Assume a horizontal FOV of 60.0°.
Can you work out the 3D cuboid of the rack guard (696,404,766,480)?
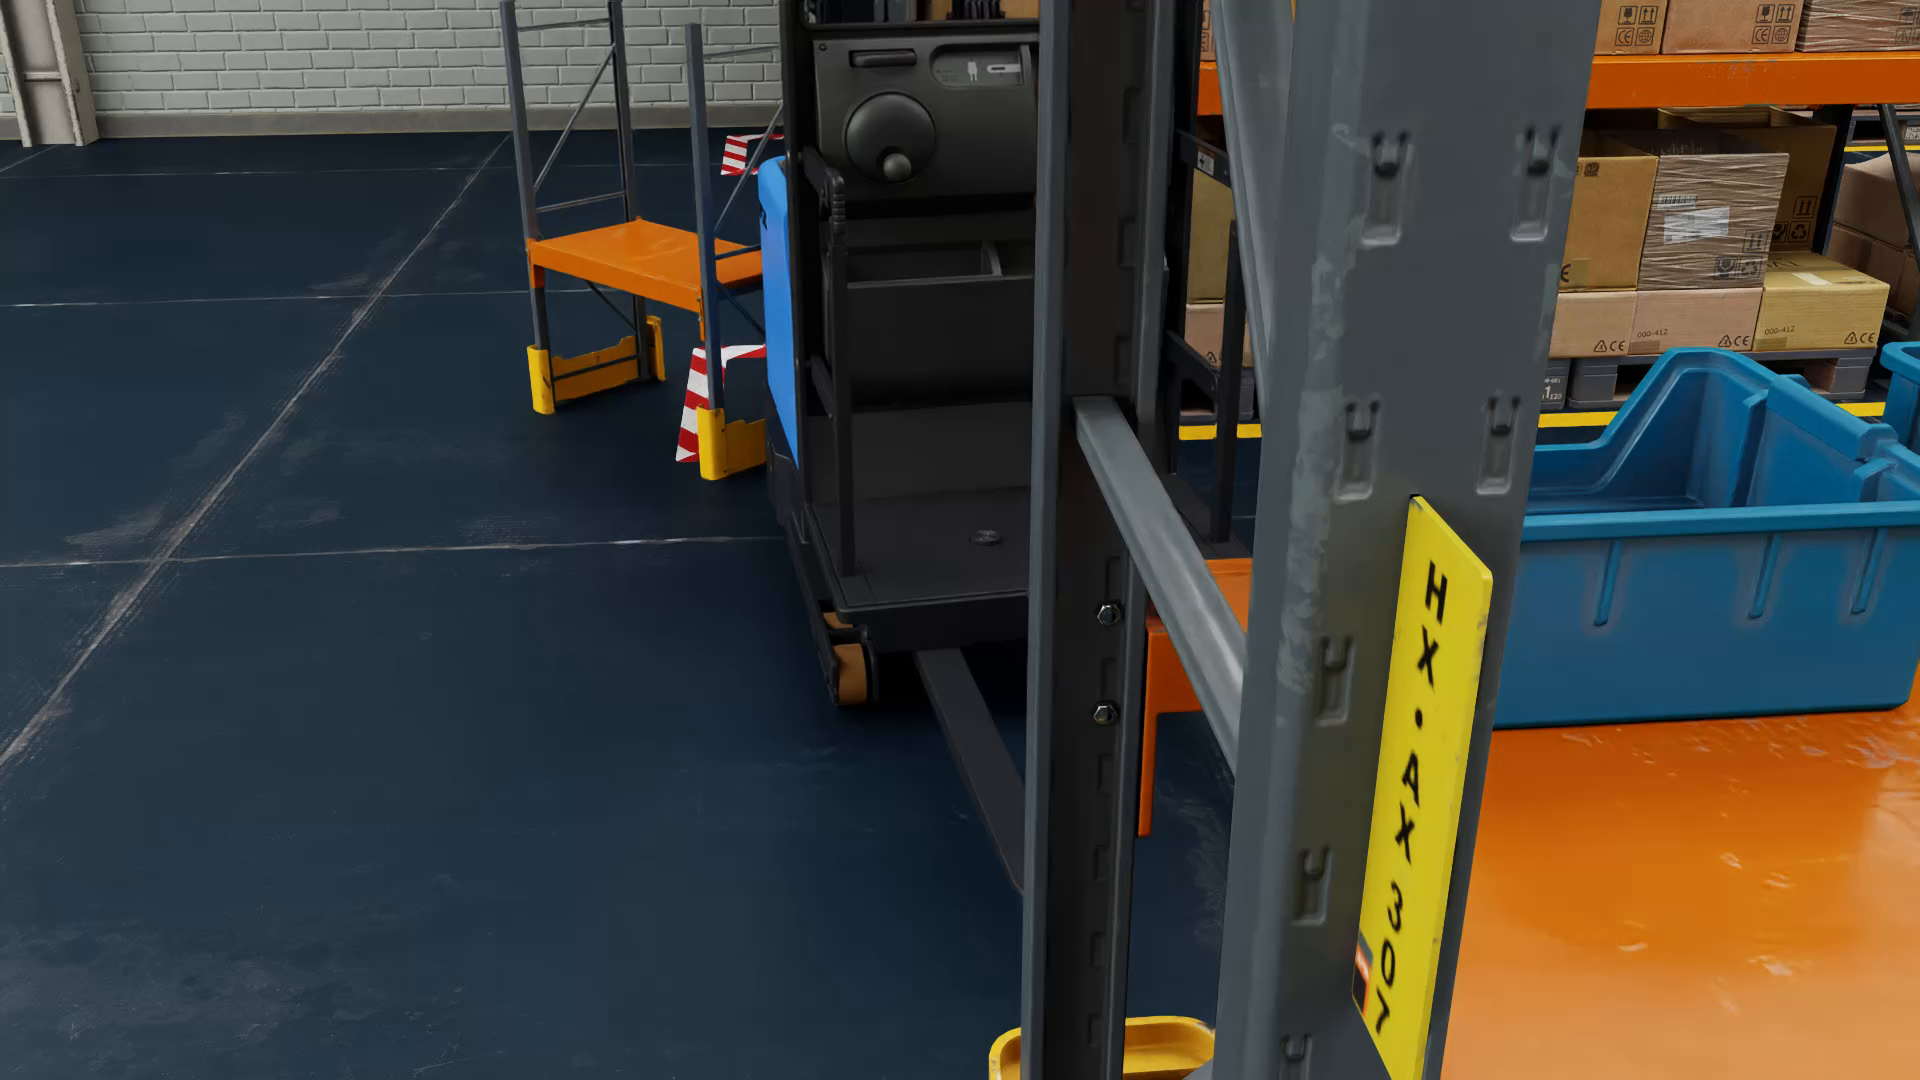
[{"bbox_3d":[-0.678,-0.417,5.880,0.087,0.250,0.587,20,31,38],"label":"rack guard"}]

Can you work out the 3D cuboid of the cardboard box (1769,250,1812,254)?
[{"bbox_3d":[3.199,-1.152,7.018,0.500,0.250,0.500,-2,24,-5],"label":"cardboard box"}]

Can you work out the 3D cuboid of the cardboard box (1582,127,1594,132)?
[{"bbox_3d":[2.203,-1.459,6.785,0.500,0.500,0.500,-2,24,-5],"label":"cardboard box"}]

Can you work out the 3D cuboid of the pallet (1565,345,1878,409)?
[{"bbox_3d":[2.895,-0.824,6.844,1.213,0.211,1.003,-2,24,-5],"label":"pallet"}]

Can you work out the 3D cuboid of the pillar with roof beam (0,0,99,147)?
[{"bbox_3d":[-5.717,-5.095,5.633,0.400,9.000,9.100,-2,24,-5],"label":"pillar with roof beam"}]

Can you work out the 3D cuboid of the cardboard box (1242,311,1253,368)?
[{"bbox_3d":[1.260,-0.861,6.363,0.500,0.250,0.500,-2,24,-5],"label":"cardboard box"}]

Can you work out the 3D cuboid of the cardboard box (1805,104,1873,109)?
[{"bbox_3d":[5.945,-3.310,11.540,0.500,0.500,0.700,-2,24,-5],"label":"cardboard box"}]

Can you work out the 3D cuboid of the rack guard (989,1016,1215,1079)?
[{"bbox_3d":[0.264,1.169,2.004,0.348,0.500,1.175,-2,24,-5],"label":"rack guard"}]

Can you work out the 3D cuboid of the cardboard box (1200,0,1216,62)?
[{"bbox_3d":[0.698,-2.035,6.013,0.500,0.500,0.700,-2,24,-4],"label":"cardboard box"}]

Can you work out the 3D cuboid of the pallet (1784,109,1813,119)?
[{"bbox_3d":[5.191,-2.923,11.565,1.213,0.211,1.003,-2,24,-5],"label":"pallet"}]

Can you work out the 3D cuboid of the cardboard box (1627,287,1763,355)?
[{"bbox_3d":[2.752,-0.926,6.508,0.500,0.250,0.500,-2,24,-5],"label":"cardboard box"}]

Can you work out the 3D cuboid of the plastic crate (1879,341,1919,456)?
[{"bbox_3d":[1.309,-0.048,1.847,0.408,0.251,0.499,-2,24,-5],"label":"plastic crate"}]

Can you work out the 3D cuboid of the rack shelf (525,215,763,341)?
[{"bbox_3d":[-1.052,-0.963,6.012,1.000,0.185,0.538,20,31,38],"label":"rack shelf"}]

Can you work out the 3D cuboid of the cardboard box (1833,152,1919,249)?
[{"bbox_3d":[4.065,-1.437,6.967,0.500,0.311,0.500,-2,24,-5],"label":"cardboard box"}]

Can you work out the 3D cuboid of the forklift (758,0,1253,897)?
[{"bbox_3d":[0.141,-1.076,4.063,1.130,2.935,3.031,-5,24,-11],"label":"forklift"}]

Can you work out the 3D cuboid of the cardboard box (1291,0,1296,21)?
[{"bbox_3d":[1.193,-2.053,6.052,0.500,0.500,0.700,-2,24,-5],"label":"cardboard box"}]

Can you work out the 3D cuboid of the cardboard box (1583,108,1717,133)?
[{"bbox_3d":[2.701,-1.476,6.823,0.500,0.500,0.500,-2,24,-5],"label":"cardboard box"}]

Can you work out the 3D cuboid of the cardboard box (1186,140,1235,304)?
[{"bbox_3d":[0.763,-1.184,6.165,0.500,0.500,0.500,-2,24,-5],"label":"cardboard box"}]

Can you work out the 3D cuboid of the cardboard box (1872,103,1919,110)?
[{"bbox_3d":[6.469,-3.284,11.481,0.500,0.500,0.700,-2,24,-4],"label":"cardboard box"}]

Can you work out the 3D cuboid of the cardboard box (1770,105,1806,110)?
[{"bbox_3d":[5.453,-3.279,11.470,0.500,0.500,0.700,-2,24,-5],"label":"cardboard box"}]

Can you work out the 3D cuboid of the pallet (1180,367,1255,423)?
[{"bbox_3d":[0.467,-0.727,6.625,1.213,0.211,1.003,-2,24,-5],"label":"pallet"}]

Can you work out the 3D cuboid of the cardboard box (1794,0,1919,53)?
[{"bbox_3d":[3.250,-2.138,6.245,0.500,0.500,0.700,-3,24,-7],"label":"cardboard box"}]

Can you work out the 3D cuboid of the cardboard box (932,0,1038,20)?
[{"bbox_3d":[0.176,-2.012,5.962,0.500,0.500,0.700,-2,24,-5],"label":"cardboard box"}]

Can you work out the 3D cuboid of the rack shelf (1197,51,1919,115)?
[{"bbox_3d":[1.700,-1.704,6.277,4.000,0.370,1.077,-2,24,-5],"label":"rack shelf"}]

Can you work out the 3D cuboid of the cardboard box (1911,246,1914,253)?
[{"bbox_3d":[4.126,-1.221,6.481,0.500,0.311,0.500,-2,24,-5],"label":"cardboard box"}]

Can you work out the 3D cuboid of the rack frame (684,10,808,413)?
[{"bbox_3d":[-0.677,-0.988,5.626,0.032,1.500,0.500,20,31,38],"label":"rack frame"}]

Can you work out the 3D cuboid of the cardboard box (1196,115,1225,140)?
[{"bbox_3d":[1.208,-1.419,6.694,0.500,0.500,0.500,-2,24,-5],"label":"cardboard box"}]

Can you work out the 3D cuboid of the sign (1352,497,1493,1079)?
[{"bbox_3d":[0.243,0.145,0.890,0.005,0.325,0.100,-2,24,-5],"label":"sign"}]

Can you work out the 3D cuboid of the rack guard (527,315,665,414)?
[{"bbox_3d":[-1.412,-0.690,6.495,0.087,0.250,0.587,20,31,38],"label":"rack guard"}]

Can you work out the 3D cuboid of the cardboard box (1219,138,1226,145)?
[{"bbox_3d":[1.259,-1.209,6.222,0.500,0.500,0.500,-2,24,-5],"label":"cardboard box"}]

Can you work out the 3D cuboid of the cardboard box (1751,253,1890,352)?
[{"bbox_3d":[3.251,-0.942,6.544,0.500,0.250,0.500,-2,24,-5],"label":"cardboard box"}]

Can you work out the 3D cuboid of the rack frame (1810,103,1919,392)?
[{"bbox_3d":[3.691,-2.113,6.311,0.127,3.000,1.000,-2,24,-5],"label":"rack frame"}]

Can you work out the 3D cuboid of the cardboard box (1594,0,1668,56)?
[{"bbox_3d":[2.226,-2.096,6.150,0.500,0.500,0.700,-2,24,-4],"label":"cardboard box"}]

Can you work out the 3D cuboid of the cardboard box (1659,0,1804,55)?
[{"bbox_3d":[2.725,-2.115,6.192,0.500,0.500,0.700,-3,24,-6],"label":"cardboard box"}]

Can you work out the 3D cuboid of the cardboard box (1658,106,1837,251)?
[{"bbox_3d":[3.198,-1.499,6.875,0.500,0.500,0.500,-2,24,-5],"label":"cardboard box"}]

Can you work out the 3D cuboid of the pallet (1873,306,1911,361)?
[{"bbox_3d":[4.420,-0.884,6.979,1.213,0.211,1.003,-2,24,-5],"label":"pallet"}]

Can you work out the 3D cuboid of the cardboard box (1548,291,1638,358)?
[{"bbox_3d":[2.256,-0.900,6.449,0.500,0.250,0.500,-2,24,-5],"label":"cardboard box"}]

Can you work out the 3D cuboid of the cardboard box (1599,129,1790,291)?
[{"bbox_3d":[2.752,-1.269,6.357,0.500,0.500,0.500,-2,24,-5],"label":"cardboard box"}]

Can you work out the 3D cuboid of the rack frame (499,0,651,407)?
[{"bbox_3d":[-1.427,-1.267,6.253,0.032,1.500,0.500,20,31,38],"label":"rack frame"}]

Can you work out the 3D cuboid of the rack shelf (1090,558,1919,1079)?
[{"bbox_3d":[2.183,0.298,1.773,4.000,0.370,1.077,-2,24,-5],"label":"rack shelf"}]

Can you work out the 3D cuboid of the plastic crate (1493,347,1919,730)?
[{"bbox_3d":[0.662,-0.024,1.794,0.616,0.251,0.499,-2,24,-5],"label":"plastic crate"}]

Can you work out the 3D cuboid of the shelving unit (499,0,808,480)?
[{"bbox_3d":[-1.045,-1.125,5.934,1.083,1.500,0.587,20,31,38],"label":"shelving unit"}]

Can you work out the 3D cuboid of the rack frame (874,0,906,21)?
[{"bbox_3d":[-0.290,-1.953,5.952,0.127,3.000,1.000,-2,24,-5],"label":"rack frame"}]

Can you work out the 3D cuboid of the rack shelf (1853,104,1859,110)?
[{"bbox_3d":[5.681,-1.864,6.637,4.000,0.370,1.077,-2,24,-5],"label":"rack shelf"}]

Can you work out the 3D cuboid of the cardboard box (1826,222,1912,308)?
[{"bbox_3d":[4.075,-1.182,7.085,0.500,0.250,0.500,-3,24,-6],"label":"cardboard box"}]

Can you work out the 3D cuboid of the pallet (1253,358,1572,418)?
[{"bbox_3d":[1.678,-0.774,6.731,1.213,0.211,1.003,-2,24,-5],"label":"pallet"}]

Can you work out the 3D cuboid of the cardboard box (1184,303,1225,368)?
[{"bbox_3d":[0.763,-0.842,6.319,0.500,0.250,0.500,-2,24,-5],"label":"cardboard box"}]

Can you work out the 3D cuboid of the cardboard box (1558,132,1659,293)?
[{"bbox_3d":[2.255,-1.248,6.309,0.500,0.500,0.500,-2,24,-5],"label":"cardboard box"}]

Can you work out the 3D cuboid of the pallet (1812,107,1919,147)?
[{"bbox_3d":[6.403,-2.970,11.672,1.213,0.211,1.003,-2,24,-5],"label":"pallet"}]

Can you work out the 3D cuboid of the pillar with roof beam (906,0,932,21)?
[{"bbox_3d":[0.254,-5.334,6.172,0.400,9.000,9.100,-2,24,-5],"label":"pillar with roof beam"}]

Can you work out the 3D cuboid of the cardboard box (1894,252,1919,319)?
[{"bbox_3d":[4.116,-0.964,6.595,0.500,0.250,0.500,-3,24,-6],"label":"cardboard box"}]
